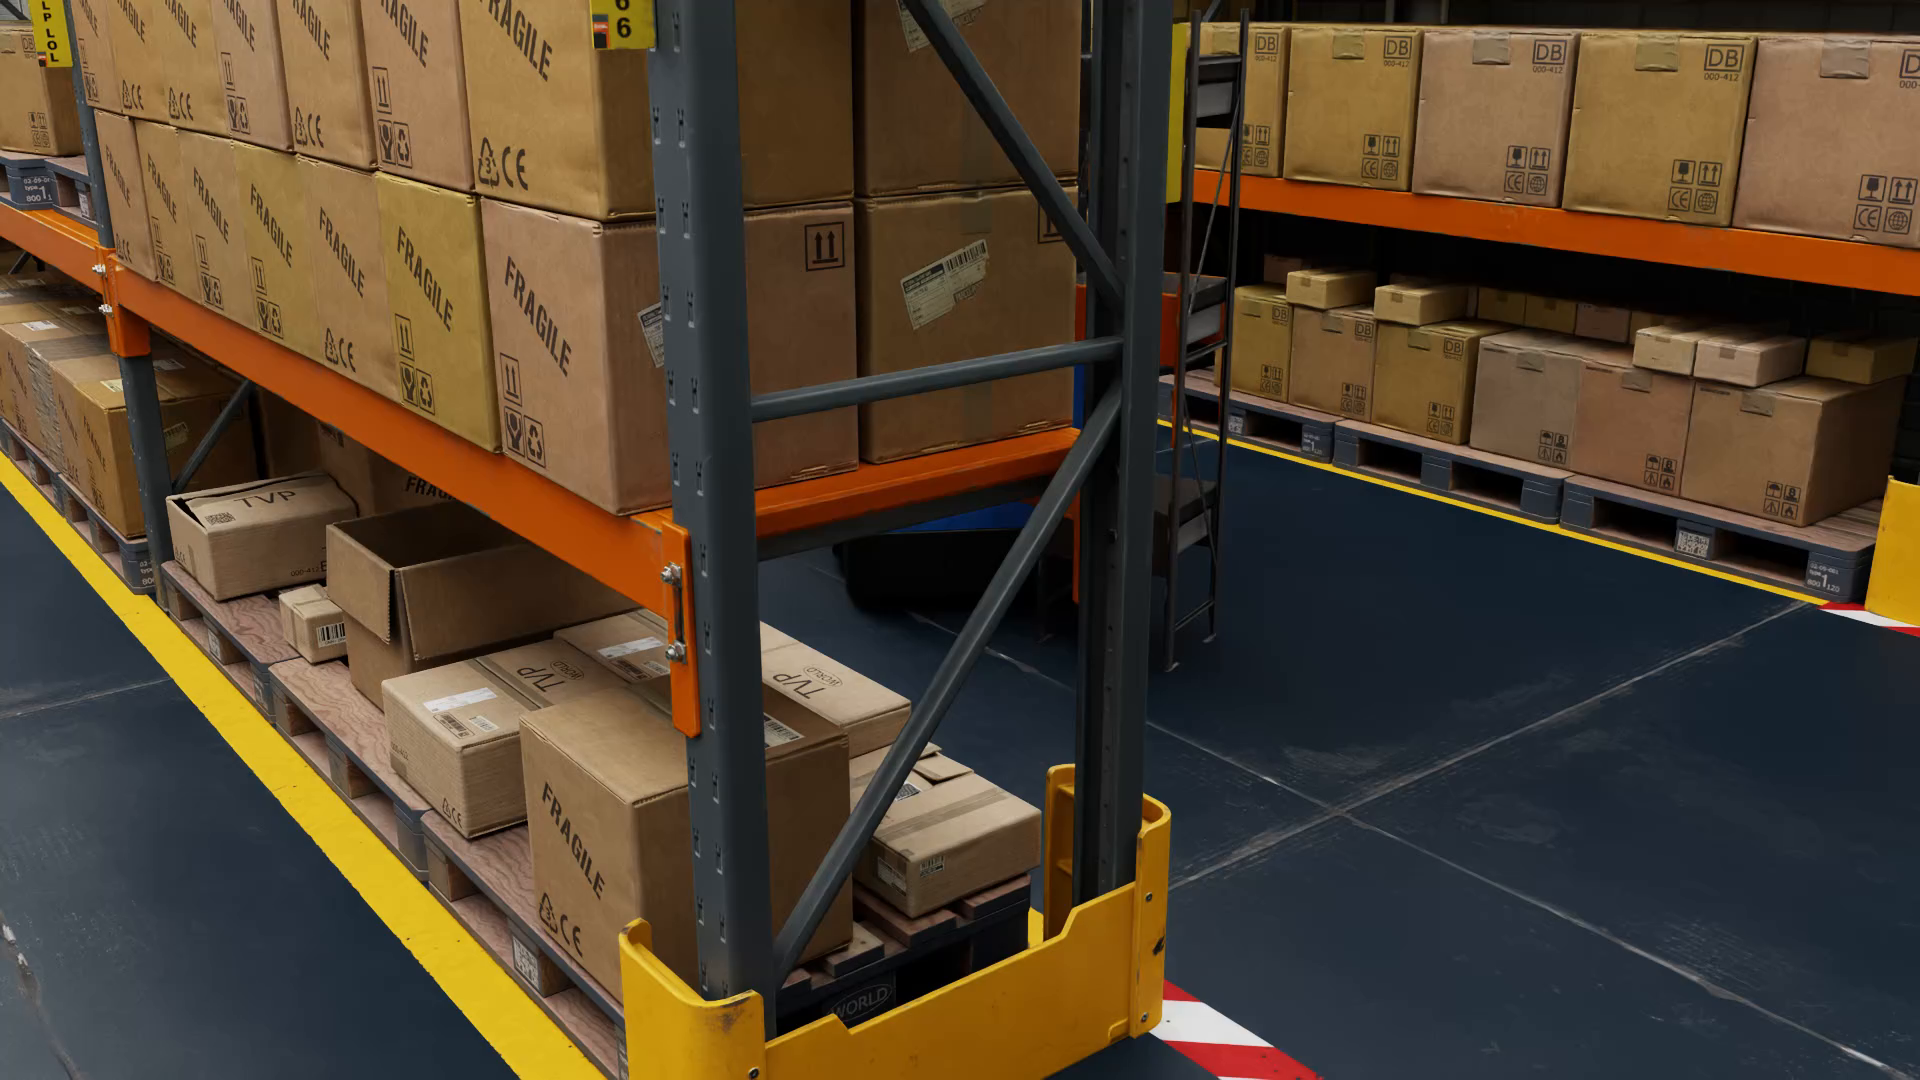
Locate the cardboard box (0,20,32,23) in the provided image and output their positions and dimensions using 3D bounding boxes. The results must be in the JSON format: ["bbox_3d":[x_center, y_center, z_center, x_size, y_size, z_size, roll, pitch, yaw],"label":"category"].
[{"bbox_3d":[-4.532,-2.363,8.400,0.500,0.500,0.700,11,21,30],"label":"cardboard box"}]

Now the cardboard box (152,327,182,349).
[{"bbox_3d":[-3.281,-0.707,7.501,0.500,0.500,0.500,-14,23,-35],"label":"cardboard box"}]

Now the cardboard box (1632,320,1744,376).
[{"bbox_3d":[2.942,-0.778,6.718,0.380,0.149,0.250,-13,22,-35],"label":"cardboard box"}]

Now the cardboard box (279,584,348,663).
[{"bbox_3d":[-1.892,0.229,5.206,0.380,0.166,0.250,-14,23,-36],"label":"cardboard box"}]

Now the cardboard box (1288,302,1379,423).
[{"bbox_3d":[2.047,-0.915,8.164,0.700,0.500,0.500,-14,23,-37],"label":"cardboard box"}]

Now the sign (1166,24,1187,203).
[{"bbox_3d":[0.381,-0.795,3.114,0.100,0.325,0.005,-14,23,-36],"label":"sign"}]

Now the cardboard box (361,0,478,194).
[{"bbox_3d":[-0.850,-0.981,3.302,0.500,0.500,0.500,-13,22,-35],"label":"cardboard box"}]

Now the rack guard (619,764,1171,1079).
[{"bbox_3d":[-0.091,0.890,3.380,1.175,0.500,0.348,-14,23,-36],"label":"rack guard"}]

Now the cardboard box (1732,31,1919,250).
[{"bbox_3d":[3.512,-1.512,6.179,0.980,0.700,0.700,-13,22,-34],"label":"cardboard box"}]

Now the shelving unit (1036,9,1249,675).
[{"bbox_3d":[0.582,-0.645,5.469,0.503,2.100,0.431,11,21,30],"label":"shelving unit"}]

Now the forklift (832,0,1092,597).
[{"bbox_3d":[-0.047,-1.606,7.049,1.130,2.935,3.031,-2,18,-6],"label":"forklift"}]

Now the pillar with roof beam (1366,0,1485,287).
[{"bbox_3d":[-0.909,-4.235,5.338,9.100,9.000,0.400,-14,23,-36],"label":"pillar with roof beam"}]

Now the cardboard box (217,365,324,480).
[{"bbox_3d":[-2.637,-0.453,6.734,0.500,0.500,0.500,-15,24,-39],"label":"cardboard box"}]

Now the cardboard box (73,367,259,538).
[{"bbox_3d":[-3.059,-0.352,6.429,0.500,0.500,0.500,-14,23,-36],"label":"cardboard box"}]

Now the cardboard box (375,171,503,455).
[{"bbox_3d":[-0.860,-0.510,3.471,0.500,0.500,0.500,-14,23,-36],"label":"cardboard box"}]

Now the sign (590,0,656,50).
[{"bbox_3d":[-0.492,-0.874,2.386,0.100,0.325,0.005,-14,23,-36],"label":"sign"}]

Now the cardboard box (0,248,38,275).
[{"bbox_3d":[-5.529,-1.491,9.406,0.500,0.311,0.500,-13,22,-35],"label":"cardboard box"}]

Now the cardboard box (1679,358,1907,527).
[{"bbox_3d":[3.324,-0.411,6.642,0.700,0.500,0.500,-14,23,-36],"label":"cardboard box"}]

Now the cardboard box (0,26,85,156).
[{"bbox_3d":[-3.673,-1.934,7.104,0.500,0.500,0.700,13,23,35],"label":"cardboard box"}]

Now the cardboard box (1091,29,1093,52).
[{"bbox_3d":[0.869,-2.494,8.959,0.500,0.500,0.500,-14,23,-37],"label":"cardboard box"}]

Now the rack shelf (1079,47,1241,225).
[{"bbox_3d":[0.582,-1.296,5.253,0.480,0.518,0.431,11,21,30],"label":"rack shelf"}]

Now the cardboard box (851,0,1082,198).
[{"bbox_3d":[-0.113,-0.961,3.243,0.500,0.500,0.500,-13,22,-34],"label":"cardboard box"}]

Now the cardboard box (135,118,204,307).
[{"bbox_3d":[-2.104,-1.007,4.972,0.500,0.500,0.500,-13,23,-35],"label":"cardboard box"}]

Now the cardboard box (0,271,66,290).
[{"bbox_3d":[-4.953,-1.104,8.700,0.500,0.500,0.500,-13,22,-34],"label":"cardboard box"}]

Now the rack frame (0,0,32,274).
[{"bbox_3d":[-5.011,-2.249,8.884,1.000,3.000,0.127,-14,23,-36],"label":"rack frame"}]

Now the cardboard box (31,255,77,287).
[{"bbox_3d":[-5.106,-1.596,9.725,0.500,0.311,0.500,-13,22,-34],"label":"cardboard box"}]

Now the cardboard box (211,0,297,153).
[{"bbox_3d":[-1.495,-1.234,4.067,0.500,0.500,0.500,-13,22,-34],"label":"cardboard box"}]

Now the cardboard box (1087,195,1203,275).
[{"bbox_3d":[0.848,-1.545,9.509,0.750,0.750,0.750,-14,23,-35],"label":"cardboard box"}]

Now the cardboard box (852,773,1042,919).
[{"bbox_3d":[-0.035,0.696,3.823,0.380,0.149,0.250,-14,23,-36],"label":"cardboard box"}]

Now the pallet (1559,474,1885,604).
[{"bbox_3d":[3.279,-0.104,6.840,1.003,0.211,1.213,-14,23,-36],"label":"pallet"}]

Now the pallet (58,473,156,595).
[{"bbox_3d":[-3.062,-0.133,6.928,1.003,0.211,1.213,-14,23,-36],"label":"pallet"}]

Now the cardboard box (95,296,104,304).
[{"bbox_3d":[-3.925,-0.959,8.264,0.500,0.500,0.500,-15,24,-38],"label":"cardboard box"}]

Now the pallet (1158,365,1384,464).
[{"bbox_3d":[1.764,-0.705,8.656,1.003,0.211,1.213,-14,23,-36],"label":"pallet"}]

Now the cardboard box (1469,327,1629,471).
[{"bbox_3d":[2.700,-0.659,7.388,0.700,0.500,0.500,-15,23,-38],"label":"cardboard box"}]

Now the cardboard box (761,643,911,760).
[{"bbox_3d":[-0.470,0.506,4.237,0.500,0.250,0.500,-14,23,-36],"label":"cardboard box"}]

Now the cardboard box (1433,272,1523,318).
[{"bbox_3d":[2.452,-1.166,7.887,0.380,0.149,0.250,-14,23,-36],"label":"cardboard box"}]

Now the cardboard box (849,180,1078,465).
[{"bbox_3d":[-0.113,-0.486,3.400,0.500,0.500,0.500,-13,23,-35],"label":"cardboard box"}]

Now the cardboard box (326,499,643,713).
[{"bbox_3d":[-1.357,0.174,4.835,0.797,0.503,0.637,-14,23,-36],"label":"cardboard box"}]

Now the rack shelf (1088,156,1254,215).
[{"bbox_3d":[0.111,-2.383,10.431,1.077,0.370,4.000,-14,23,-36],"label":"rack shelf"}]

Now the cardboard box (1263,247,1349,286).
[{"bbox_3d":[1.803,-1.422,8.662,0.380,0.149,0.250,-14,23,-36],"label":"cardboard box"}]

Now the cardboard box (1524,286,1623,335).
[{"bbox_3d":[2.770,-1.040,7.507,0.380,0.149,0.250,-14,23,-36],"label":"cardboard box"}]

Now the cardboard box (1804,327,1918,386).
[{"bbox_3d":[3.558,-0.728,6.565,0.380,0.149,0.250,-14,23,-36],"label":"cardboard box"}]

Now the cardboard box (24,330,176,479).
[{"bbox_3d":[-3.670,-0.599,7.175,0.500,0.500,0.500,-14,23,-35],"label":"cardboard box"}]

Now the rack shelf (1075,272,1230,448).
[{"bbox_3d":[0.582,-0.632,5.473,0.480,0.518,0.431,11,21,30],"label":"rack shelf"}]

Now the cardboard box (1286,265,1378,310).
[{"bbox_3d":[1.807,-1.228,8.075,0.380,0.149,0.250,-13,22,-34],"label":"cardboard box"}]

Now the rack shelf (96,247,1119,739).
[{"bbox_3d":[-1.286,-0.429,4.532,1.077,0.370,4.000,-14,23,-36],"label":"rack shelf"}]

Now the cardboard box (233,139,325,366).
[{"bbox_3d":[-1.479,-0.758,4.221,0.500,0.500,0.500,-14,23,-37],"label":"cardboard box"}]

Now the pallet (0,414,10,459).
[{"bbox_3d":[-4.577,-0.734,8.744,1.003,0.211,1.213,-14,23,-36],"label":"pallet"}]

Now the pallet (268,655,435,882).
[{"bbox_3d":[-1.340,0.530,4.925,1.003,0.211,1.213,-14,23,-36],"label":"pallet"}]

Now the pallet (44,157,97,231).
[{"bbox_3d":[-2.938,-1.391,6.596,1.003,0.211,1.213,-14,23,-36],"label":"pallet"}]

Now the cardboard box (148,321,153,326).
[{"bbox_3d":[-3.570,-1.179,7.734,0.500,0.250,0.500,-15,23,-37],"label":"cardboard box"}]

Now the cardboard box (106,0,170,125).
[{"bbox_3d":[-2.135,-1.488,4.834,0.500,0.500,0.500,-15,23,-38],"label":"cardboard box"}]

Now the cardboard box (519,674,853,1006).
[{"bbox_3d":[-0.575,0.614,3.514,0.500,0.500,0.500,-14,23,-36],"label":"cardboard box"}]

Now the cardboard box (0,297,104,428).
[{"bbox_3d":[-4.316,-0.851,7.938,0.500,0.500,0.500,-14,23,-37],"label":"cardboard box"}]

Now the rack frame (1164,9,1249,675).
[{"bbox_3d":[0.789,-0.604,5.346,0.015,2.100,0.400,11,21,30],"label":"rack frame"}]

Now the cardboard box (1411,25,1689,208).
[{"bbox_3d":[2.586,-1.879,7.287,0.980,0.700,0.700,-15,24,-39],"label":"cardboard box"}]

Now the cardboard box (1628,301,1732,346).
[{"bbox_3d":[3.088,-0.914,7.128,0.380,0.149,0.250,-14,23,-36],"label":"cardboard box"}]

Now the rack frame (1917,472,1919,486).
[{"bbox_3d":[3.837,-1.246,5.853,1.000,3.000,0.127,-14,23,-36],"label":"rack frame"}]

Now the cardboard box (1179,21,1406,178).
[{"bbox_3d":[1.677,-2.237,8.369,0.980,0.700,0.700,-14,23,-35],"label":"cardboard box"}]
